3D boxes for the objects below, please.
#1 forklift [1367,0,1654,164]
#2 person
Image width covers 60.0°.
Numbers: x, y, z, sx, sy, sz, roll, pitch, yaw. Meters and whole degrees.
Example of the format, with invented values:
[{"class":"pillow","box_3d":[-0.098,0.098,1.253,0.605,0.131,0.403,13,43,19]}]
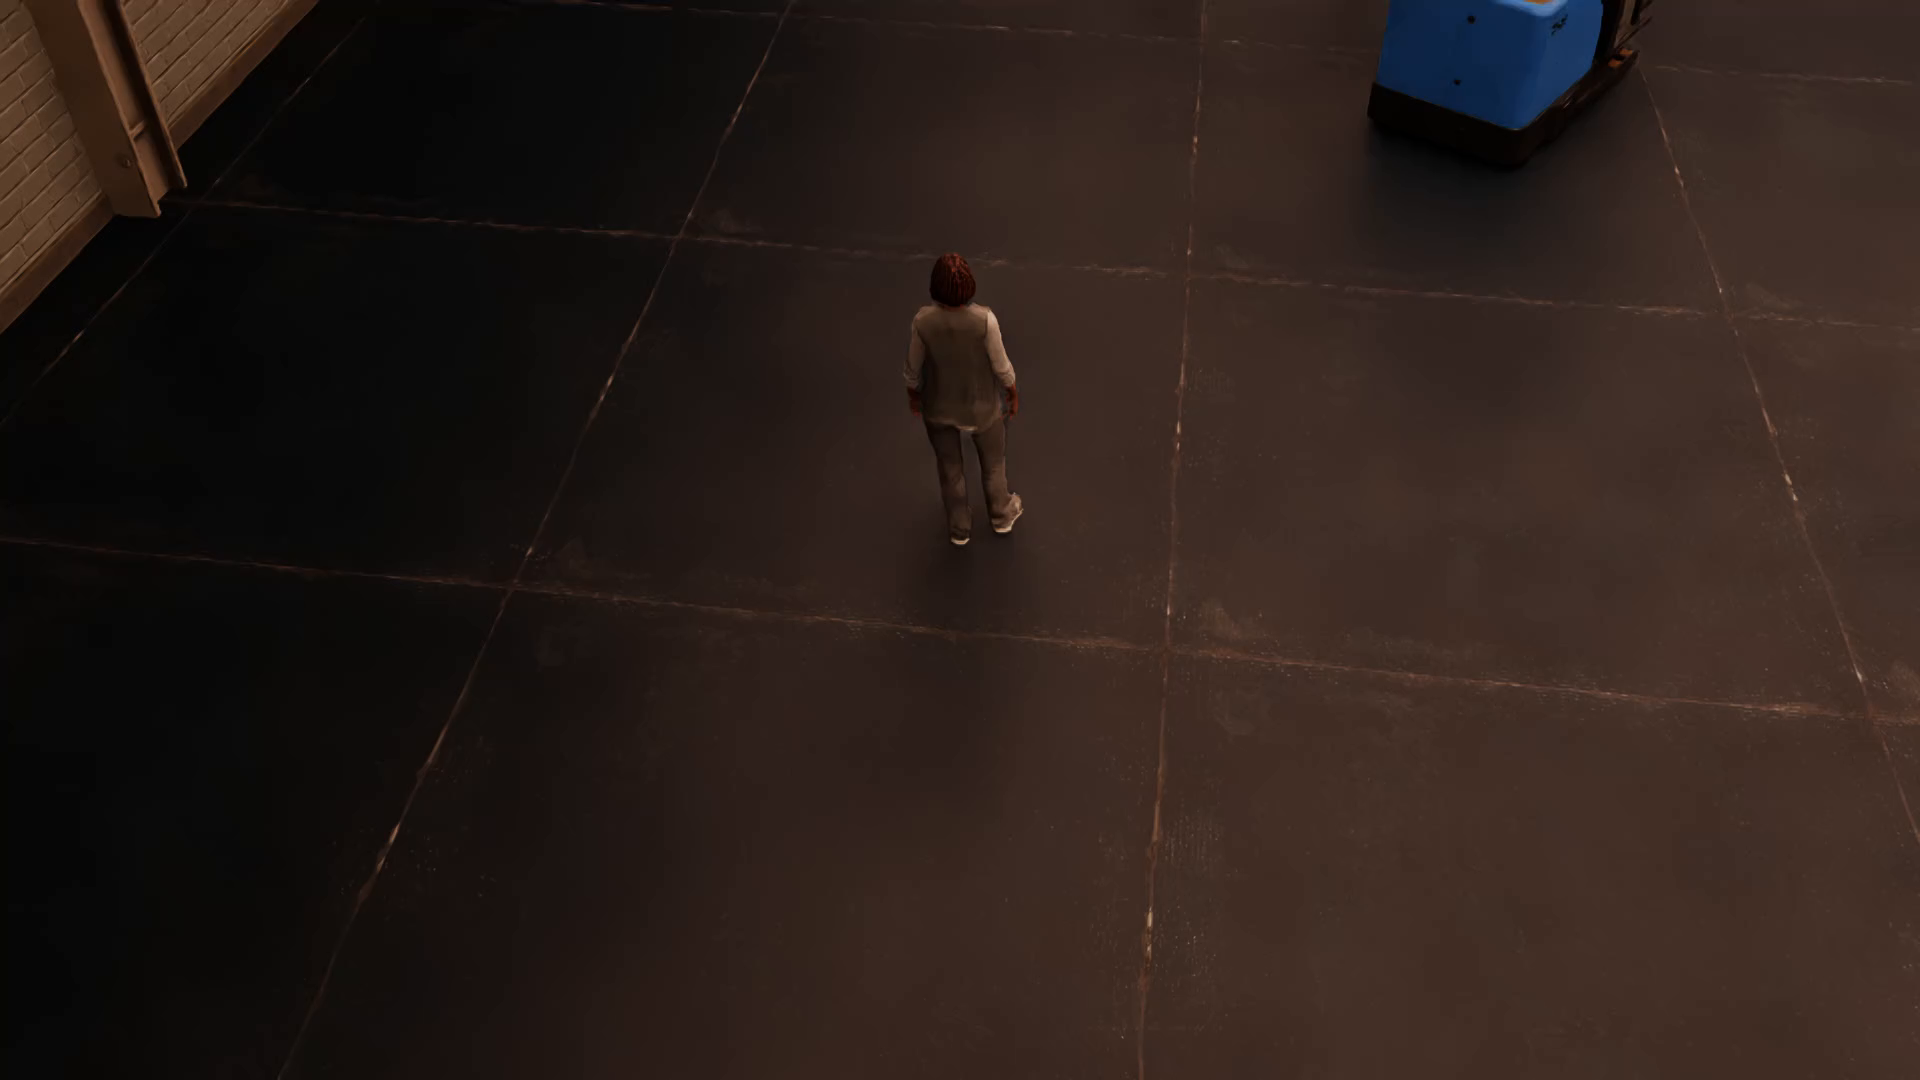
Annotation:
[{"class":"forklift","box_3d":[3.961,-4.350,10.459,1.130,2.935,3.031,29,50,28]},{"class":"person","box_3d":[0.023,-0.642,7.399,0.521,1.597,0.474,5,43,6]}]
